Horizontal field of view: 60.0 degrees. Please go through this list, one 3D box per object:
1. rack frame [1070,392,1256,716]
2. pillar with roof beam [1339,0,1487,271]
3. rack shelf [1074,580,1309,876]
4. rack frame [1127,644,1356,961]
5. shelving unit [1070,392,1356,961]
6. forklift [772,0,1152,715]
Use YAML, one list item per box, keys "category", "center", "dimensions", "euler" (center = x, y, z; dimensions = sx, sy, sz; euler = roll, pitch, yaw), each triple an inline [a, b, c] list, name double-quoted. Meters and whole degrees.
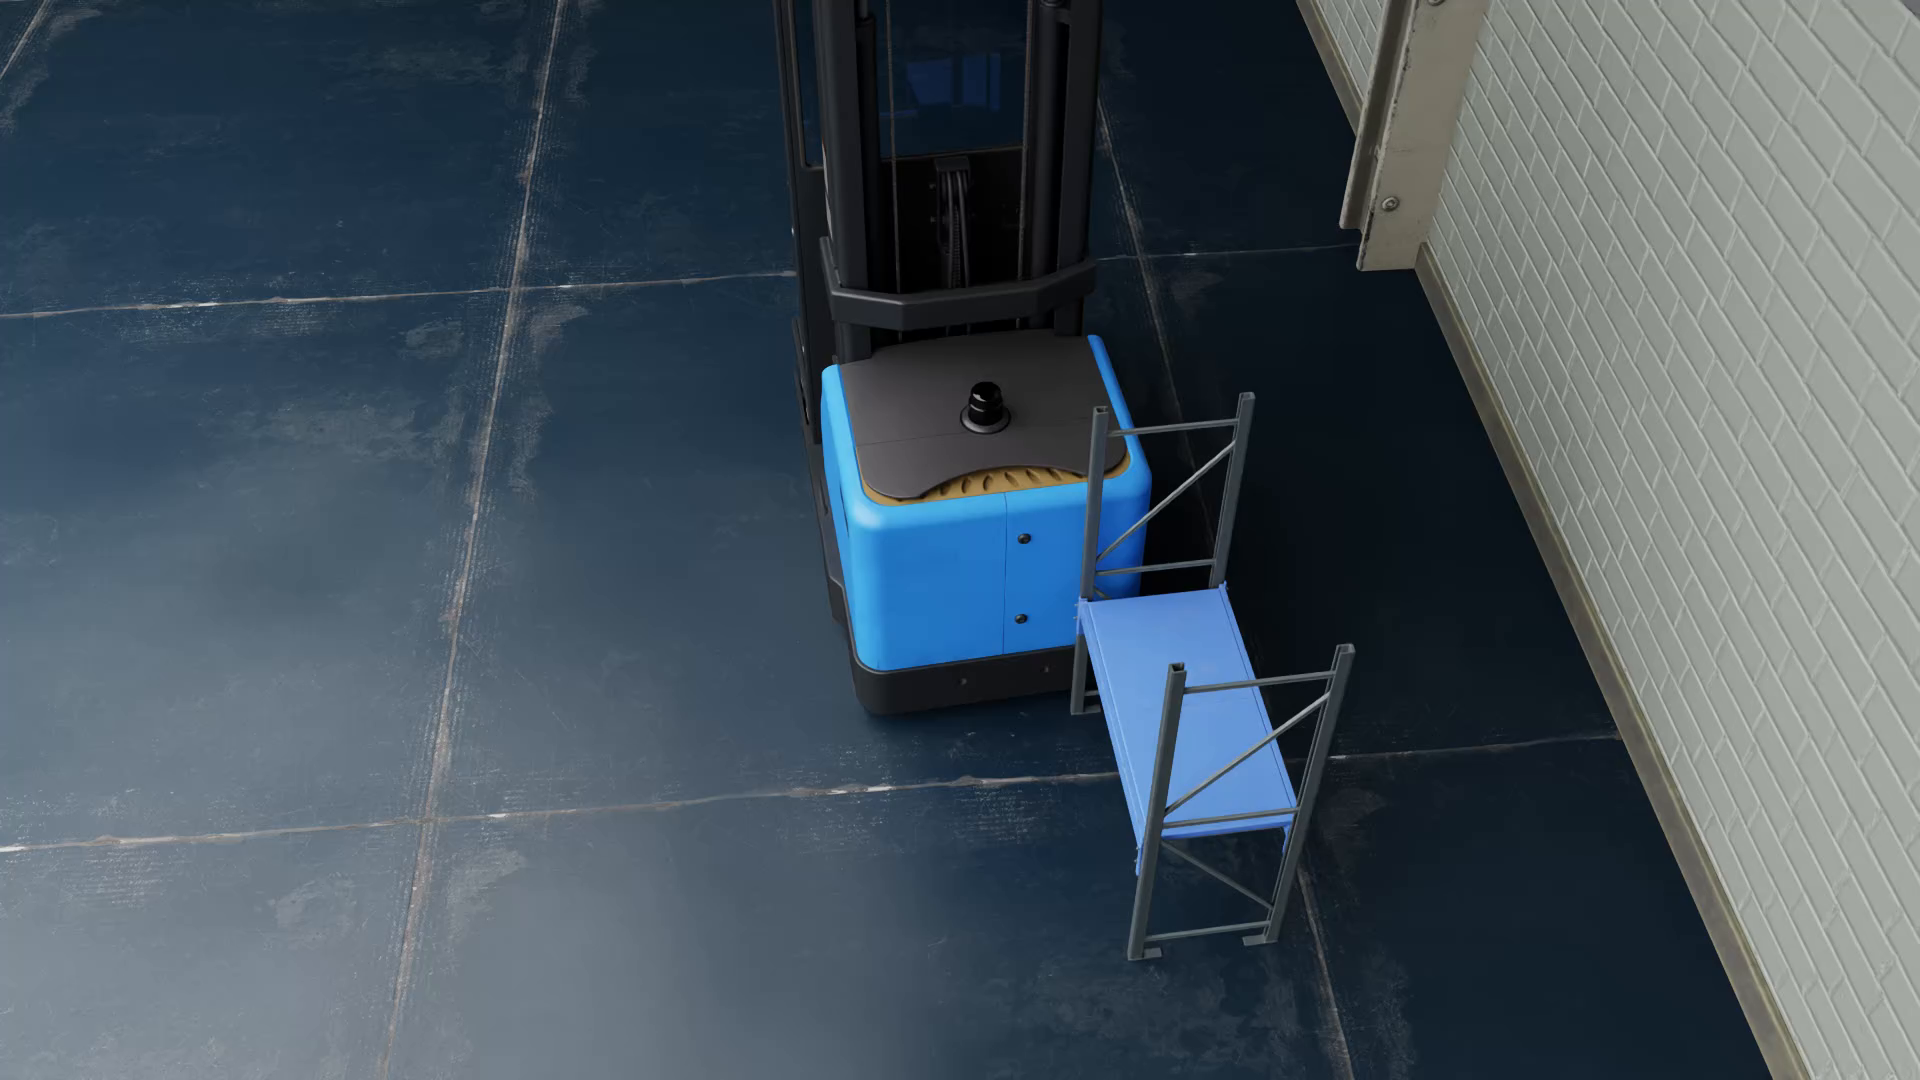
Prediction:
- category: "rack frame"
  center: [0.657, 0.096, 5.626]
  dimensions: [0.500, 1.500, 0.032]
  euler: [-6, 47, -6]
- category: "pillar with roof beam"
  center: [-2.242, -4.275, 4.601]
  dimensions: [9.100, 9.000, 0.400]
  euler: [-3, 47, -3]
- category: "rack shelf"
  center: [0.728, 0.585, 5.410]
  dimensions: [0.538, 0.185, 1.000]
  euler: [-6, 47, -6]
- category: "rack frame"
  center: [0.799, 0.827, 4.934]
  dimensions: [0.500, 1.500, 0.032]
  euler: [-6, 47, -6]
- category: "shelving unit"
  center: [0.728, 0.462, 5.280]
  dimensions: [0.538, 1.500, 1.048]
  euler: [-6, 47, -6]
- category: "forklift"
  center: [-0.111, -1.458, 6.112]
  dimensions: [1.130, 2.935, 3.031]
  euler: [-7, 47, -7]
